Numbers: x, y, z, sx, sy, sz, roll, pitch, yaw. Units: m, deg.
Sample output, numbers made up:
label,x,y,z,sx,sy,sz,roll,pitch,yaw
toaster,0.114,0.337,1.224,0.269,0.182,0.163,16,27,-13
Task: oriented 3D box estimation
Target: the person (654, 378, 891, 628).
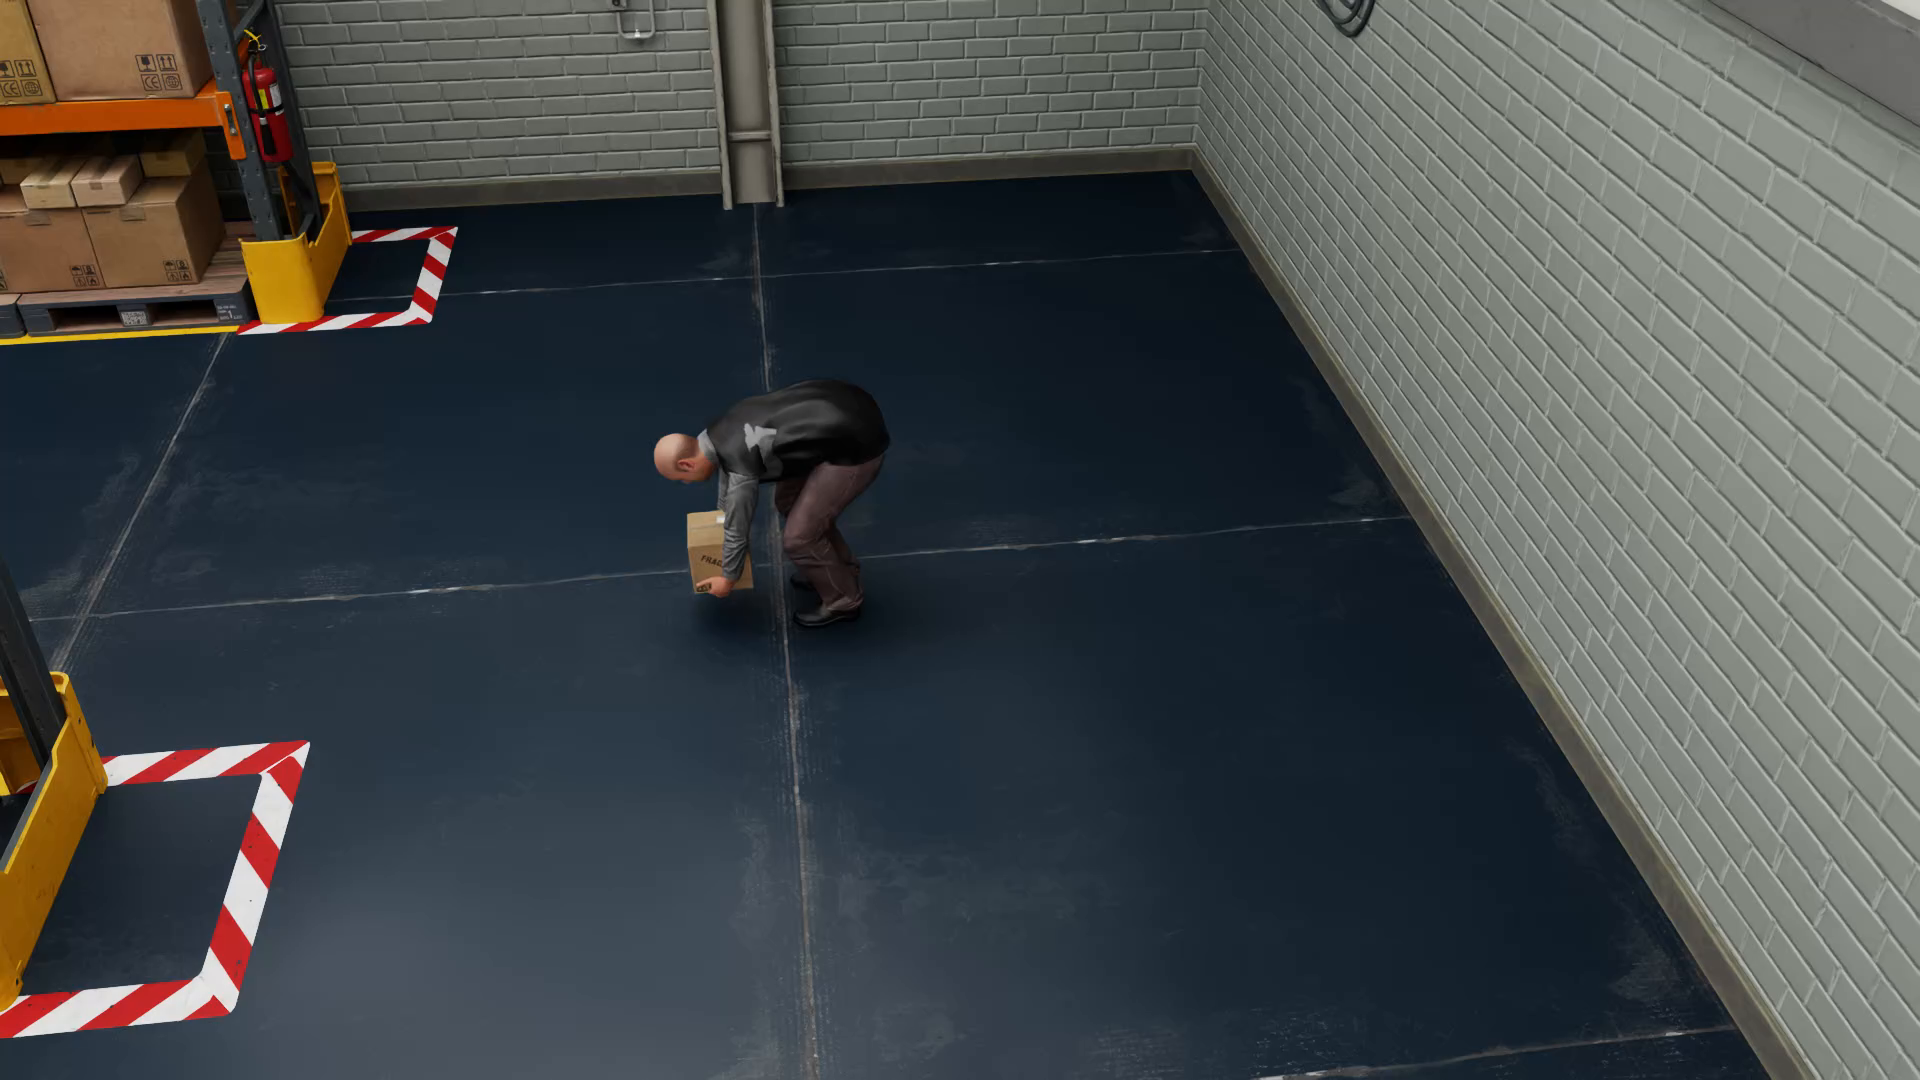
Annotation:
label,x,y,z,sx,sy,sz,roll,pitch,yaw
person,-0.771,-0.153,6.967,0.958,1.065,0.488,-6,35,-8
